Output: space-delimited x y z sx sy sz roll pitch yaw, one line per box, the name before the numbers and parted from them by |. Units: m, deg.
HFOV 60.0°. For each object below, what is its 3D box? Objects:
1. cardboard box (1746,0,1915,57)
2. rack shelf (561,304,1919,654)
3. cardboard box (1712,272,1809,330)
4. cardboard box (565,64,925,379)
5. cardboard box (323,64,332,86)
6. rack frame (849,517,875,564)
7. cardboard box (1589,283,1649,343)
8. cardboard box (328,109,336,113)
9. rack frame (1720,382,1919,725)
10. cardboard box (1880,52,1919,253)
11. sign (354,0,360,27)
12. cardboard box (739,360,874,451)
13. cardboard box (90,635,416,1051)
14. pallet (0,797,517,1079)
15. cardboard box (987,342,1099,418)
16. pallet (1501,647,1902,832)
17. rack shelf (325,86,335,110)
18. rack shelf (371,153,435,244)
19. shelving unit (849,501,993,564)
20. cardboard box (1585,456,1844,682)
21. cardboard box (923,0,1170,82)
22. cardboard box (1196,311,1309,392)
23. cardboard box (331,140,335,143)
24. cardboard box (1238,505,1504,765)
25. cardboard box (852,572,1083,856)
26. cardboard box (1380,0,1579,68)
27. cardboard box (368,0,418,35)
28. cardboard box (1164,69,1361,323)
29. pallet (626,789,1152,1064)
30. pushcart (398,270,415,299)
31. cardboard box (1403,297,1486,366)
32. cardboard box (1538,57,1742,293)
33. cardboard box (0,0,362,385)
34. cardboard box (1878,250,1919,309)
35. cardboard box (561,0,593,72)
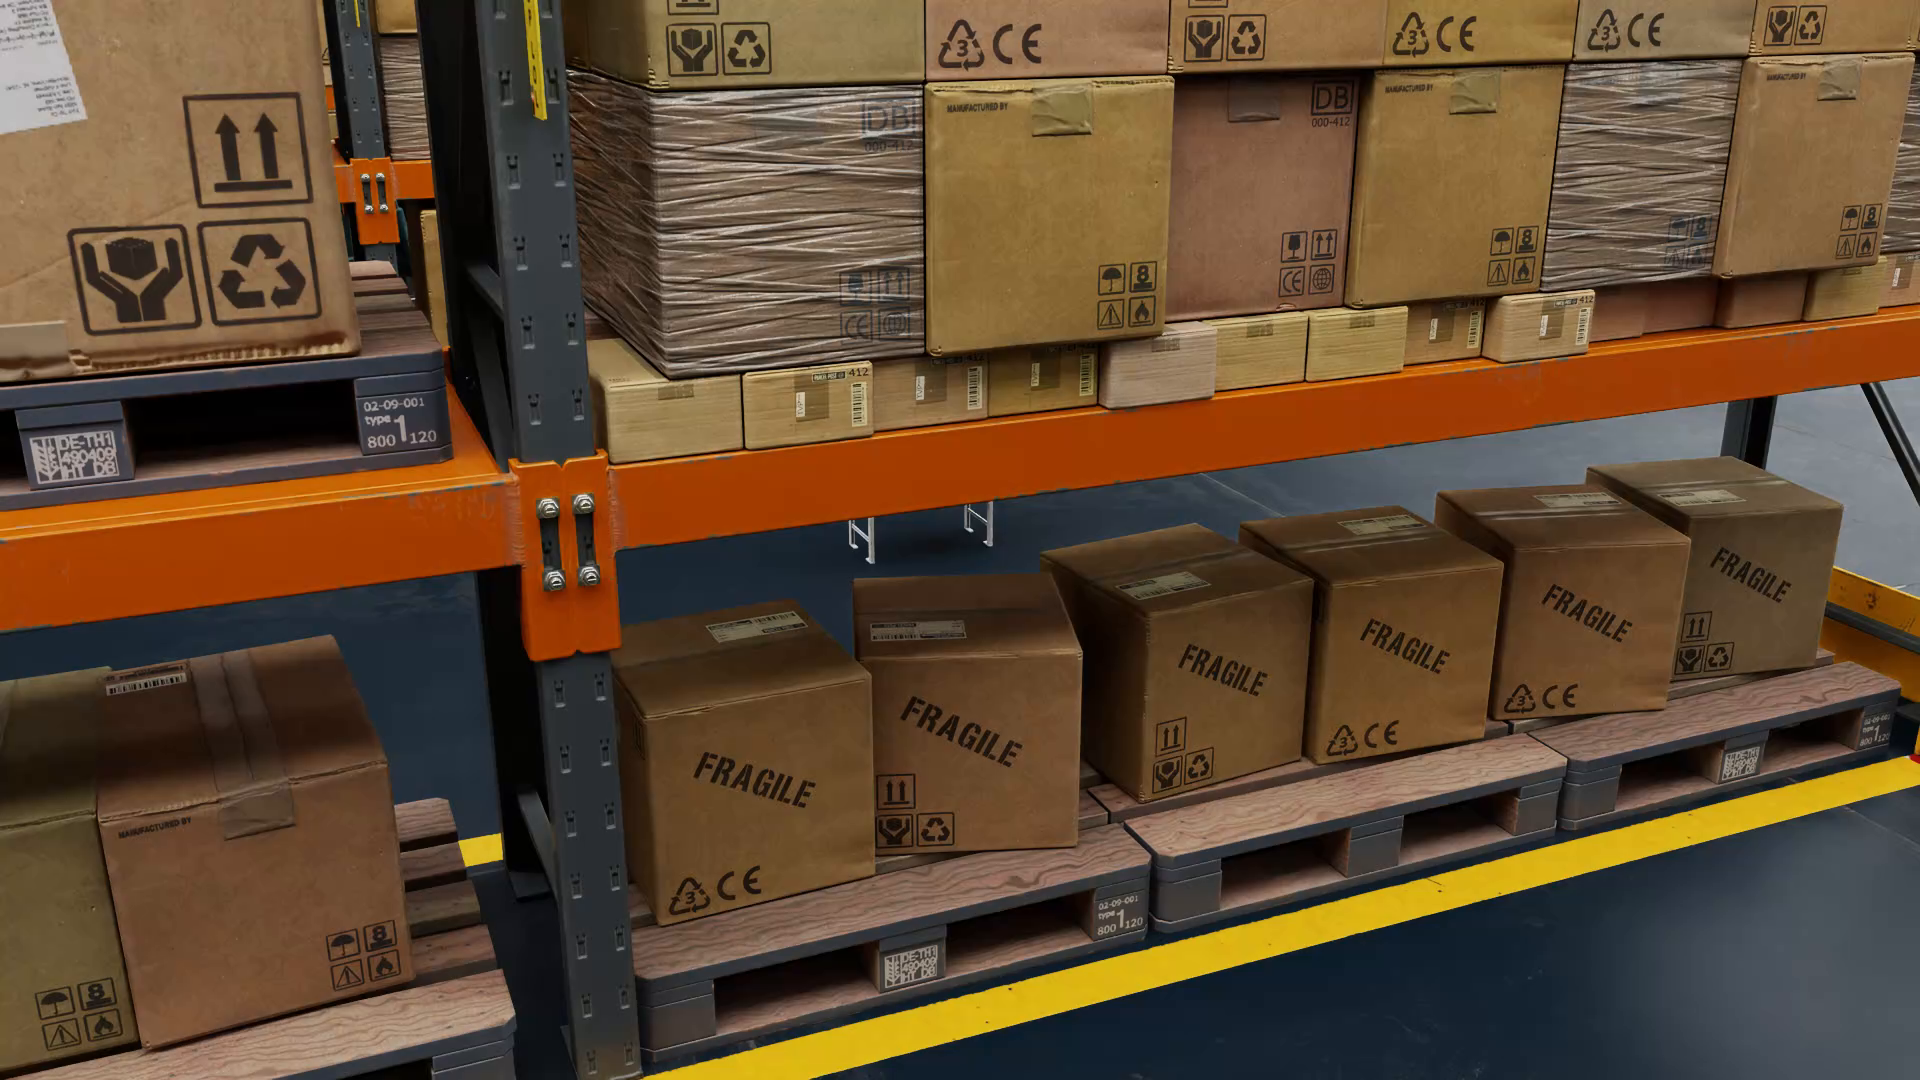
cardboard box | 1.906 -1.429 3.959 0.500 0.500 0.500 -8 21 -22
rack shelf | 0.934 -0.382 4.175 4.000 0.370 1.077 -8 21 -22
cardboard box | 1.915 -0.656 4.248 0.250 0.149 0.380 -8 21 -22
cardboard box | -0.465 -0.686 3.357 0.500 0.500 0.875 -8 21 -22
cardboard box | -4.412 -3.306 11.773 0.250 0.149 0.380 -8 21 -22
rack frame | -0.376 -0.512 6.170 0.015 1.200 0.240 -8 21 -22
cardboard box | 1.449 -0.596 4.078 0.250 0.149 0.380 -8 21 -22
cardboard box | -6.229 -4.335 16.319 0.500 0.250 0.500 -8 21 -23
rack frame | 2.770 -0.985 4.803 0.127 3.000 1.000 -8 21 -22
cardboard box | 2.254 -1.108 4.555 0.500 0.500 0.875 -8 21 -22
sign | -2.551 -2.329 6.996 0.005 0.325 0.100 -8 21 -22
cardboard box | -0.352 -0.306 3.252 0.250 0.149 0.380 -8 21 -22
cardboard box | -1.475 0.587 3.439 0.500 0.500 0.700 -10 22 -26
pallet | -1.617 0.959 3.479 1.213 0.211 1.003 -8 21 -22
cardboard box | 0.093 -0.383 3.471 0.250 0.149 0.380 -8 21 -22
pallet | 1.940 0.437 4.964 1.213 0.211 1.003 -8 21 -22
rack shelf | -2.992 -3.405 12.758 4.000 0.370 1.077 -8 21 -22
rack shelf | -0.938 -1.908 8.508 4.000 0.370 1.077 -8 21 -22
shelving unit | -0.152 -0.544 6.261 0.503 1.200 0.258 -8 21 -22
cardboard box | 2.190 0.073 4.929 0.500 0.500 0.500 -4 20 -12
cardboard box | 0.070 -1.166 3.212 0.500 0.500 0.500 -8 21 -22
cardboard box | 0.552 -0.449 3.658 0.250 0.149 0.380 -8 21 -22
cardboard box | -6.222 -3.858 16.470 0.500 0.250 0.500 -8 21 -21
cardboard box | 1.072 0.239 4.459 0.500 0.500 0.500 -6 20 -17
cardboard box | 0.003 0.404 3.989 0.500 0.500 0.500 -2 19 -5
cardboard box | 0.984 -1.300 3.595 0.500 0.500 0.500 -8 21 -22
cardboard box | -2.422 -2.603 7.546 0.550 0.550 0.875 -8 21 -22
cardboard box | 0.427 -0.838 3.787 0.500 0.500 0.875 -8 21 -22
pallet | -0.300 0.757 4.053 1.213 0.211 1.003 -8 21 -22
pushcart | -3.879 -1.555 10.371 0.936 0.377 1.648 -17 26 -40
cardboard box | 0.997 -0.525 3.874 0.250 0.149 0.380 -8 21 -22
cardboard box | 1.366 -0.953 4.115 0.500 0.500 0.875 -8 21 -22
cardboard box | -1.688 -0.878 2.963 1.000 1.000 1.000 -8 21 -22
cardboard box | 2.360 -0.733 4.466 0.250 0.149 0.380 -8 21 -22
cardboard box | -0.599 -1.261 3.483 0.500 0.500 0.500 -8 21 -22
